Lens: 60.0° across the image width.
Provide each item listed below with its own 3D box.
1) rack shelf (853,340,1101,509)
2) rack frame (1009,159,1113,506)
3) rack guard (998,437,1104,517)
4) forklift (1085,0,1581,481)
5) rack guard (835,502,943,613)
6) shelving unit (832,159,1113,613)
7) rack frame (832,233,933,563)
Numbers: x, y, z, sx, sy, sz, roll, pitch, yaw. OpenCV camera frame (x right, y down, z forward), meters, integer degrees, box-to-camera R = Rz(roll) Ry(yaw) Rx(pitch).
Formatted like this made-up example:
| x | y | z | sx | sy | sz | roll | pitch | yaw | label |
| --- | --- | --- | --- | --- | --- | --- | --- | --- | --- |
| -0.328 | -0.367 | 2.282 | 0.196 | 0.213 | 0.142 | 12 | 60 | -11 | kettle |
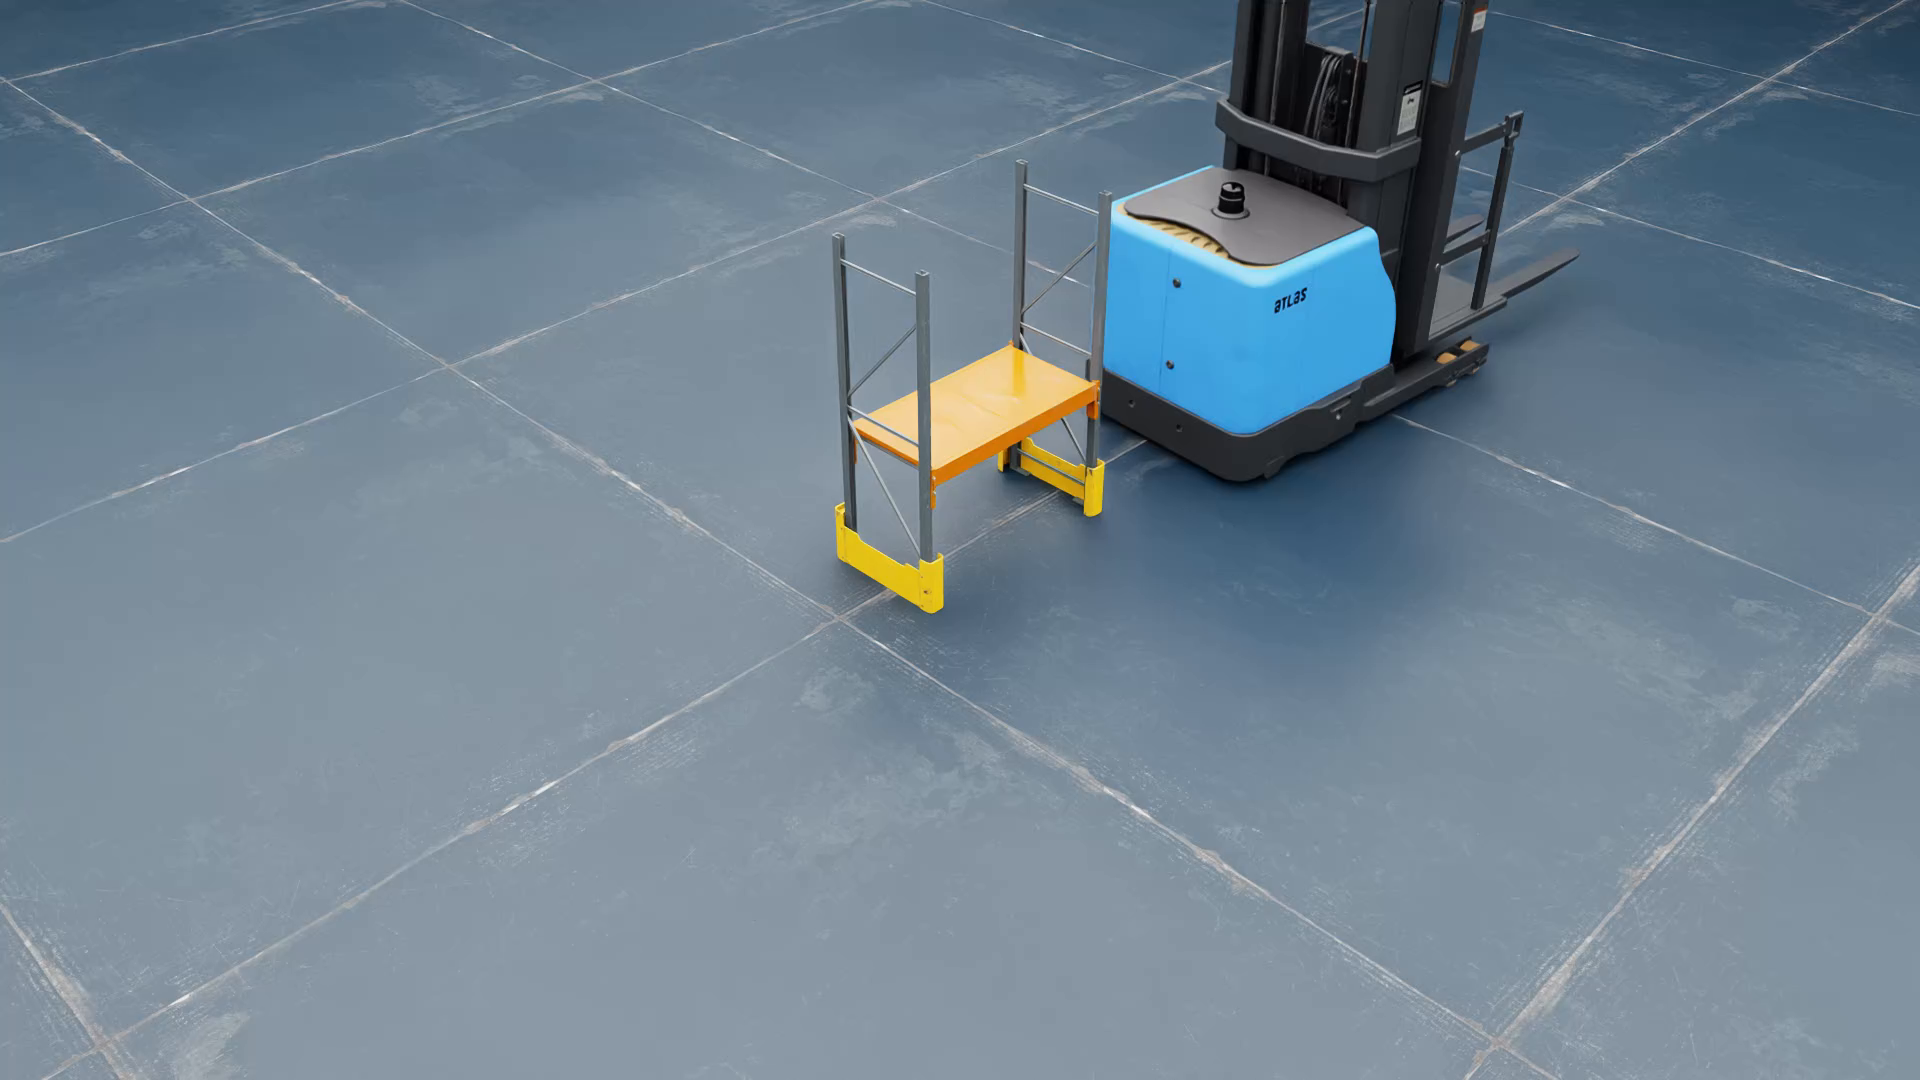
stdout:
| x | y | z | sx | sy | sz | roll | pitch | yaw | label |
| --- | --- | --- | --- | --- | --- | --- | --- | --- | --- |
| 0.060 | -0.502 | 6.974 | 0.538 | 0.185 | 1.000 | 30 | 45 | 35 | rack shelf |
| 0.418 | -0.856 | 7.167 | 0.500 | 1.500 | 0.032 | 30 | 45 | 35 | rack frame |
| 0.405 | -0.336 | 7.513 | 0.587 | 0.250 | 0.087 | 30 | 45 | 35 | rack guard |
| 2.048 | -2.177 | 7.809 | 3.031 | 2.935 | 1.130 | -26 | 43 | -33 | forklift |
| -0.297 | 0.069 | 6.933 | 0.587 | 0.250 | 0.087 | 30 | 45 | 35 | rack guard |
| 0.054 | -0.646 | 6.865 | 0.587 | 1.500 | 1.083 | 30 | 45 | 35 | shelving unit |
| -0.298 | -0.443 | 6.575 | 0.500 | 1.500 | 0.032 | 30 | 45 | 35 | rack frame |
